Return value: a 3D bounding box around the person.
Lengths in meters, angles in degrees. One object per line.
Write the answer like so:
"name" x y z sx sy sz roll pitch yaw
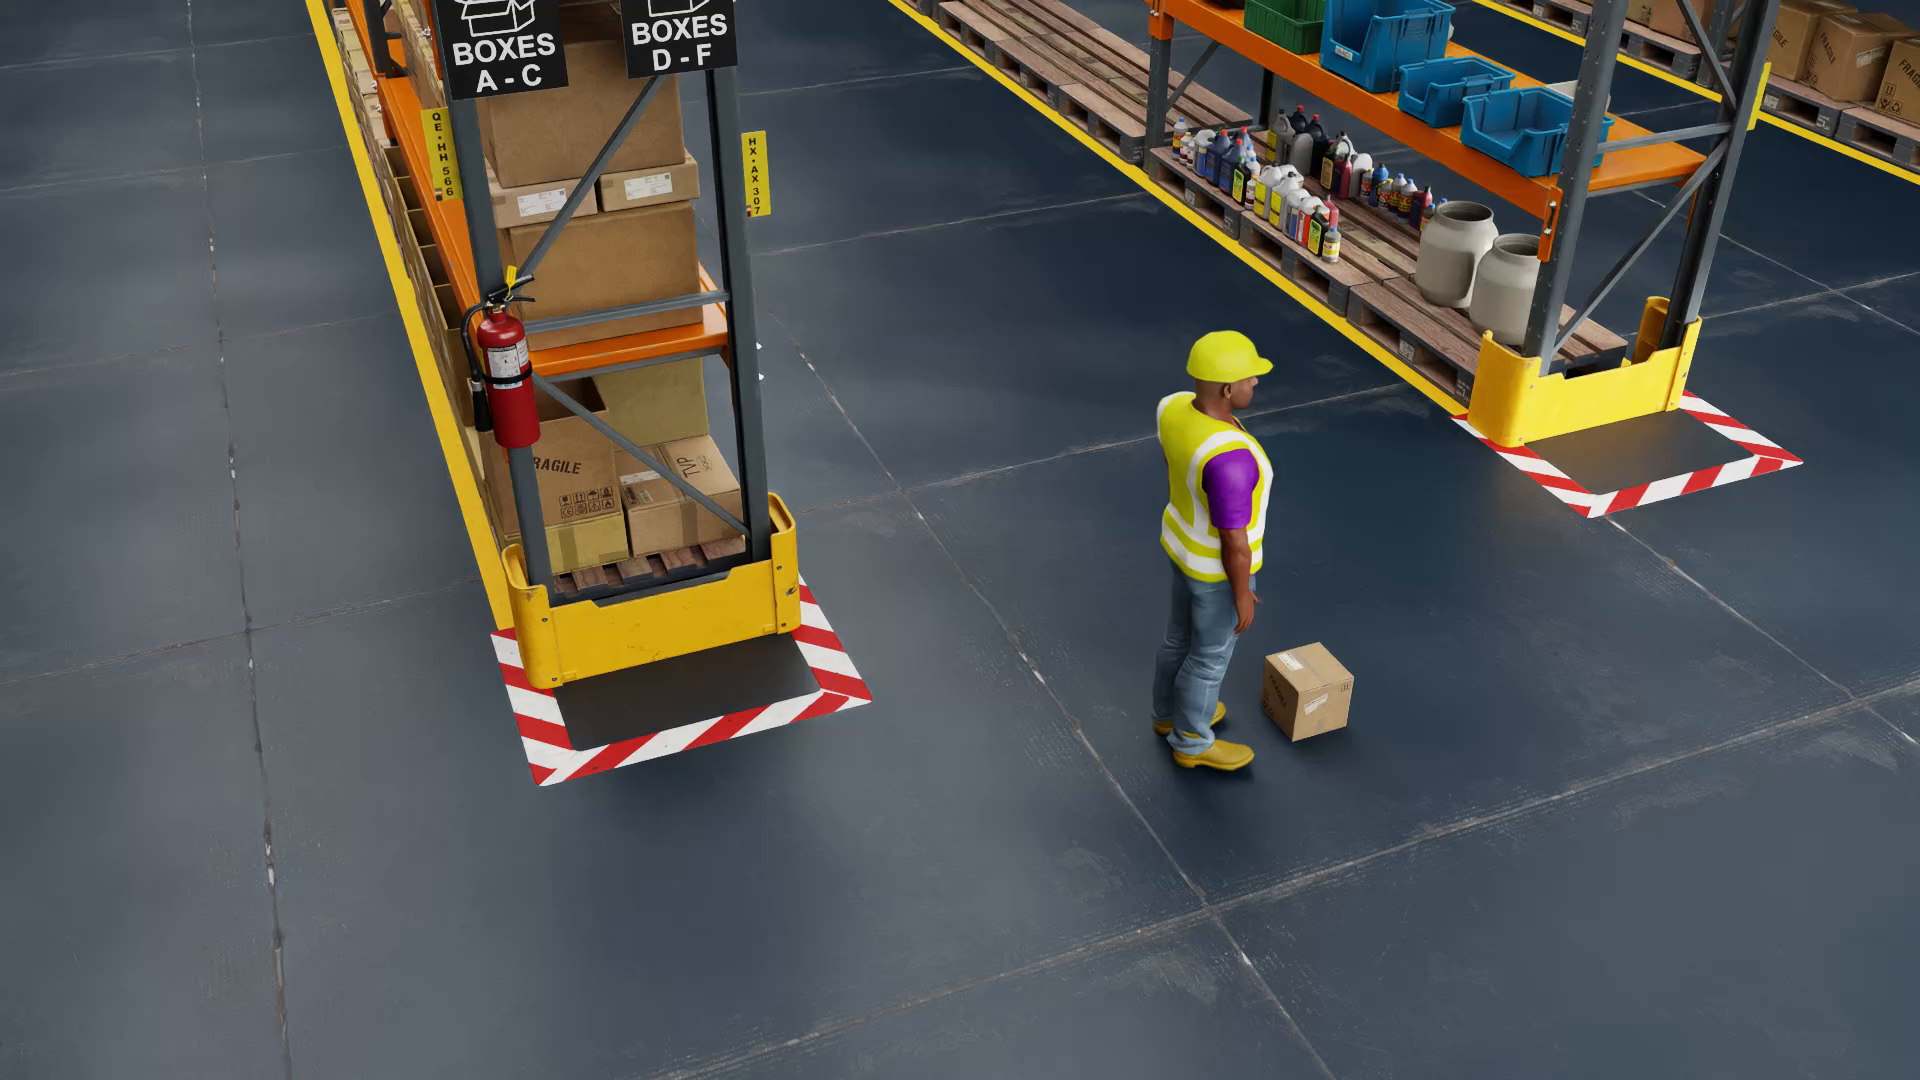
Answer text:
"person" 0.915 0.060 5.984 0.380 1.768 0.576 -9 34 -14
